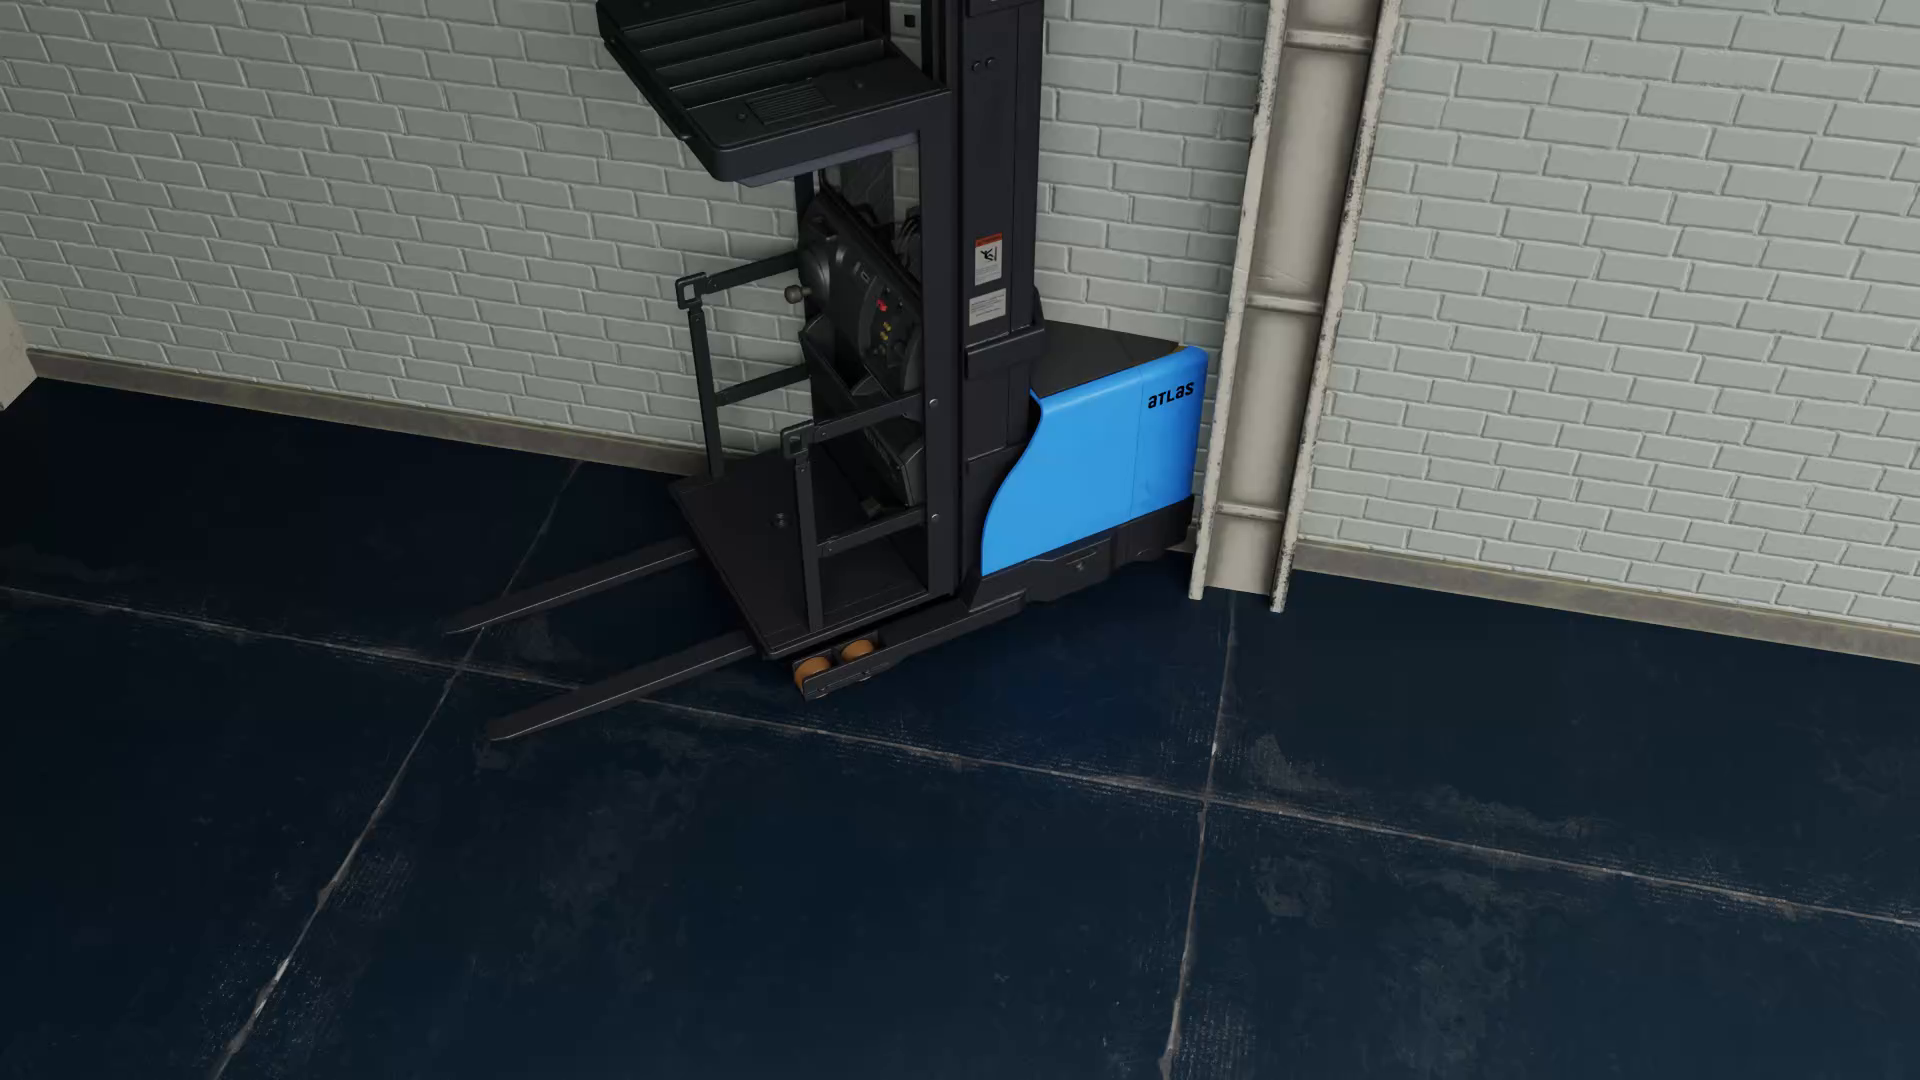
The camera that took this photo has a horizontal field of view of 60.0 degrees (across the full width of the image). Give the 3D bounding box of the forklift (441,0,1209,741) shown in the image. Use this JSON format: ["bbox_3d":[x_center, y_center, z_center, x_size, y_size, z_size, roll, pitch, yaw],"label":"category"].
[{"bbox_3d":[-0.551,-0.853,5.983,3.031,2.935,1.130,-20,47,-20],"label":"forklift"}]

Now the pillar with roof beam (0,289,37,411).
[{"bbox_3d":[-5.616,-1.069,1.832,0.400,9.000,9.100,9,45,9],"label":"pillar with roof beam"}]

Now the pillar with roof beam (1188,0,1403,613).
[{"bbox_3d":[0.239,-0.161,0.888,0.400,9.000,9.100,9,45,9],"label":"pillar with roof beam"}]
